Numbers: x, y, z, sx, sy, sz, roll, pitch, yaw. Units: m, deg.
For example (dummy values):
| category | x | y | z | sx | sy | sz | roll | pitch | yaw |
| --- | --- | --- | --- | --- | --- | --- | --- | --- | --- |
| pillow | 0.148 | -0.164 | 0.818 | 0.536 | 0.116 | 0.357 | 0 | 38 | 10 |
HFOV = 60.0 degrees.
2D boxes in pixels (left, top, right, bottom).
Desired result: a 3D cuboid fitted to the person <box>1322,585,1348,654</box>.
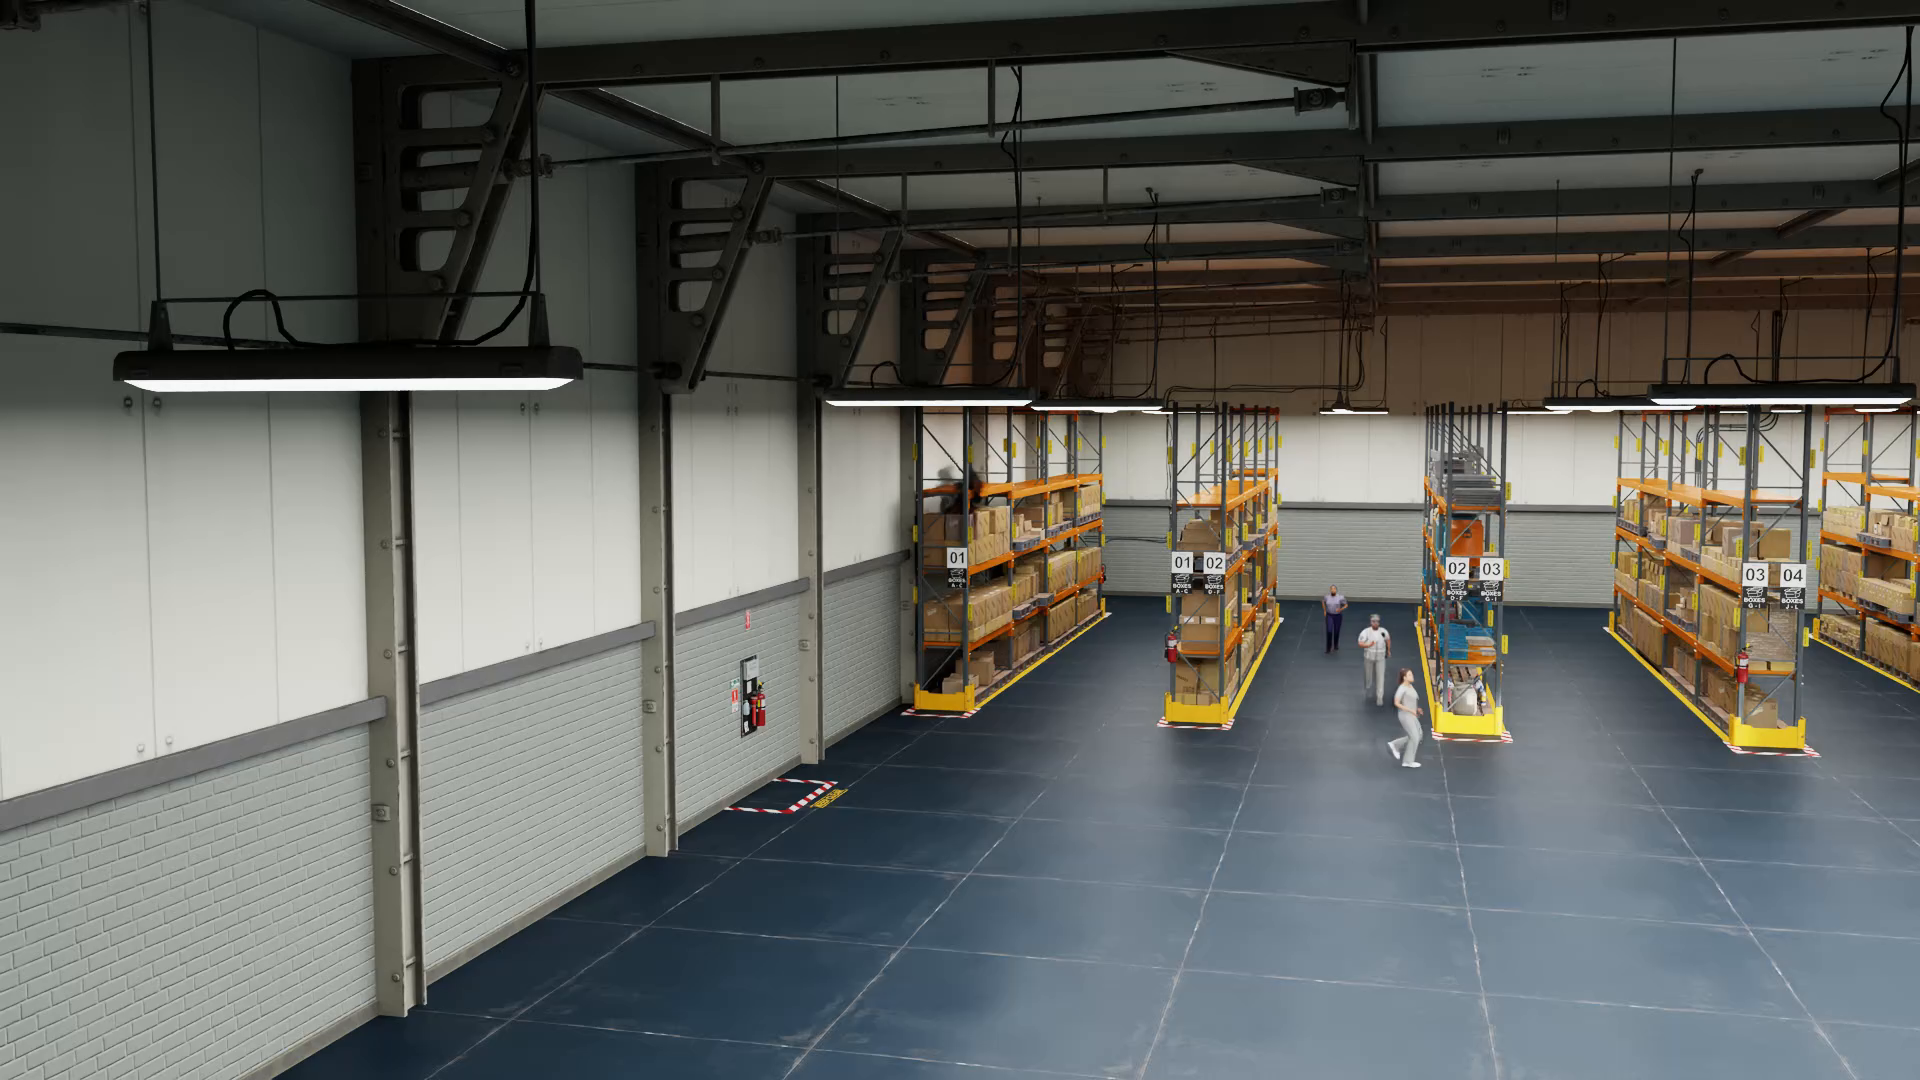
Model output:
| category | x | y | z | sx | sy | sz | roll | pitch | yaw |
| --- | --- | --- | --- | --- | --- | --- | --- | --- | --- |
| person | 9.112 | 1.942 | 40.427 | 0.614 | 1.725 | 0.716 | 1 | 4 | 15 |

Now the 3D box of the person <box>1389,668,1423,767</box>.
| category | x | y | z | sx | sy | sz | roll | pitch | yaw |
| --- | --- | --- | --- | --- | --- | --- | --- | --- | --- |
| person | 7.289 | 2.910 | 27.235 | 0.594 | 1.593 | 0.561 | 3 | 5 | 39 |

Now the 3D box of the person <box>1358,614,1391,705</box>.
| category | x | y | z | sx | sy | sz | roll | pitch | yaw |
| --- | --- | --- | --- | --- | --- | --- | --- | --- | --- |
| person | 8.299 | 2.360 | 33.267 | 0.662 | 1.762 | 0.987 | 1 | 4 | 7 |
